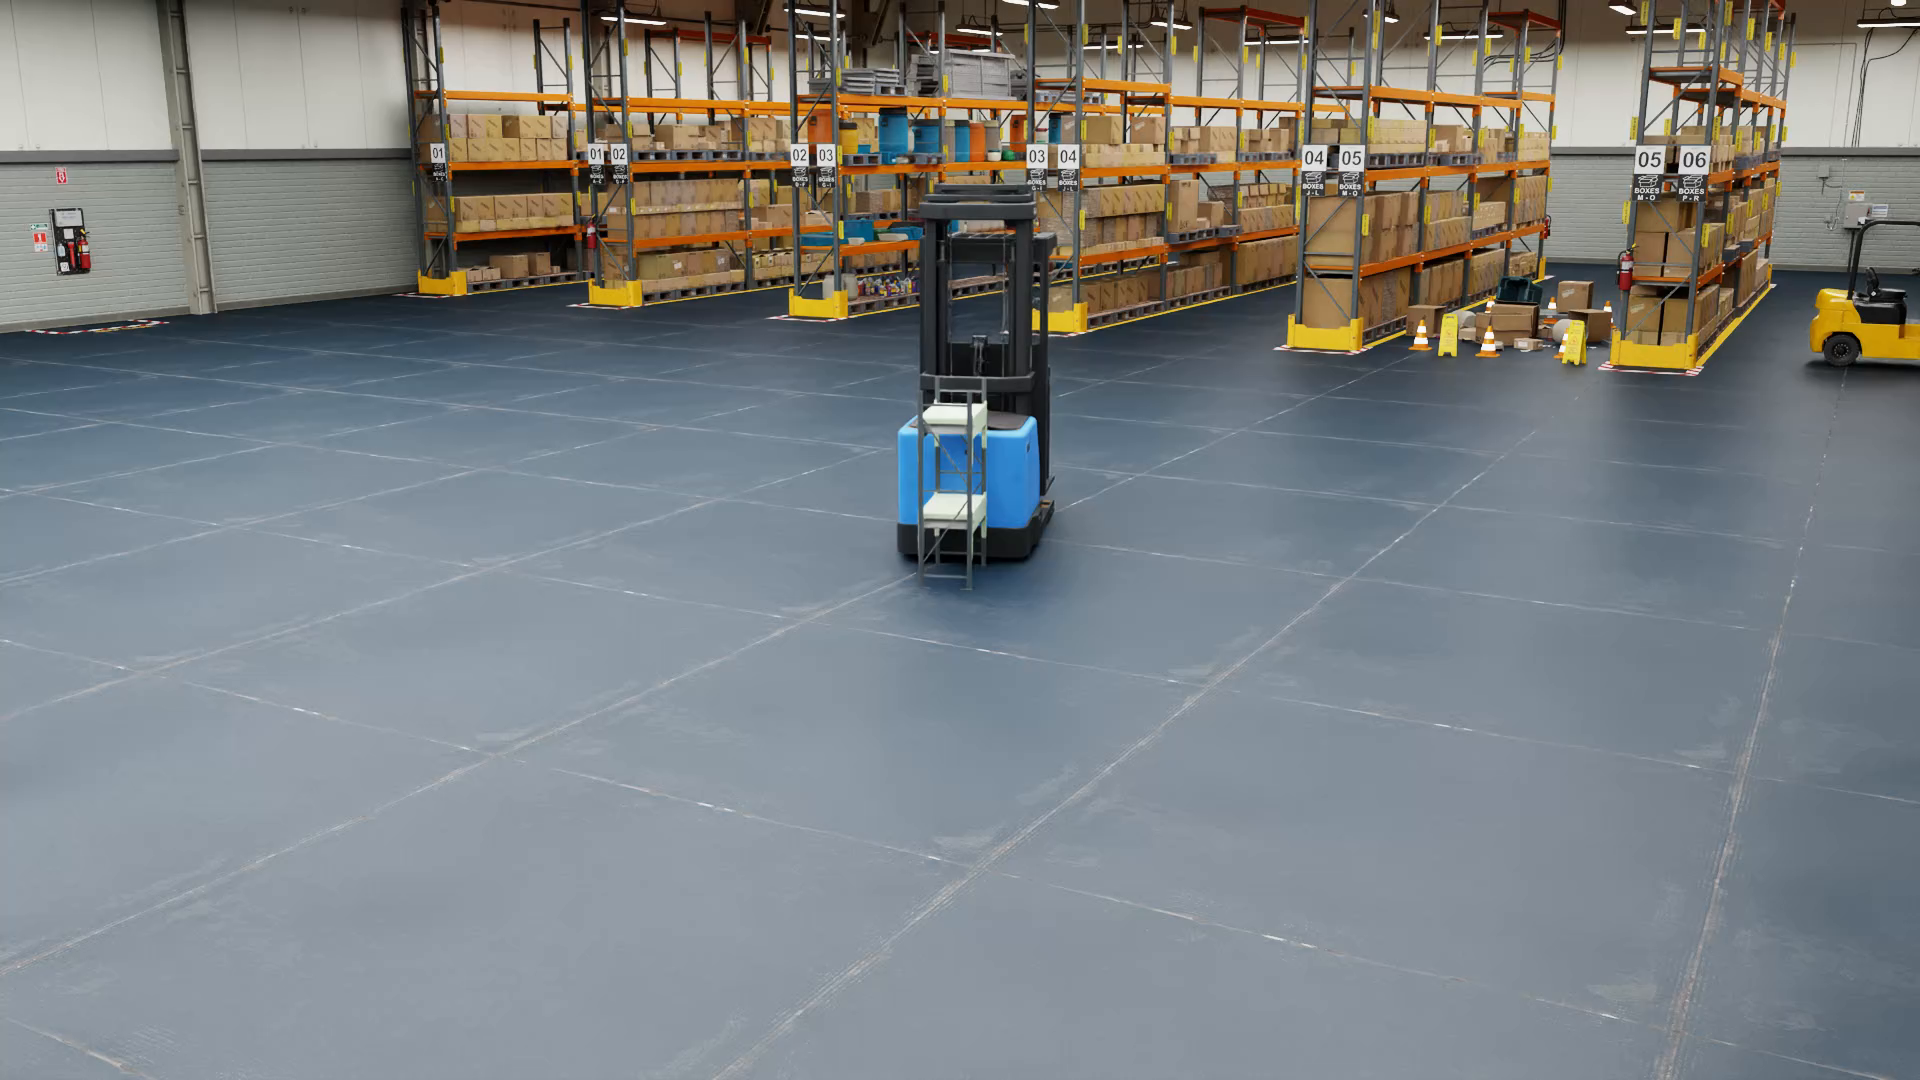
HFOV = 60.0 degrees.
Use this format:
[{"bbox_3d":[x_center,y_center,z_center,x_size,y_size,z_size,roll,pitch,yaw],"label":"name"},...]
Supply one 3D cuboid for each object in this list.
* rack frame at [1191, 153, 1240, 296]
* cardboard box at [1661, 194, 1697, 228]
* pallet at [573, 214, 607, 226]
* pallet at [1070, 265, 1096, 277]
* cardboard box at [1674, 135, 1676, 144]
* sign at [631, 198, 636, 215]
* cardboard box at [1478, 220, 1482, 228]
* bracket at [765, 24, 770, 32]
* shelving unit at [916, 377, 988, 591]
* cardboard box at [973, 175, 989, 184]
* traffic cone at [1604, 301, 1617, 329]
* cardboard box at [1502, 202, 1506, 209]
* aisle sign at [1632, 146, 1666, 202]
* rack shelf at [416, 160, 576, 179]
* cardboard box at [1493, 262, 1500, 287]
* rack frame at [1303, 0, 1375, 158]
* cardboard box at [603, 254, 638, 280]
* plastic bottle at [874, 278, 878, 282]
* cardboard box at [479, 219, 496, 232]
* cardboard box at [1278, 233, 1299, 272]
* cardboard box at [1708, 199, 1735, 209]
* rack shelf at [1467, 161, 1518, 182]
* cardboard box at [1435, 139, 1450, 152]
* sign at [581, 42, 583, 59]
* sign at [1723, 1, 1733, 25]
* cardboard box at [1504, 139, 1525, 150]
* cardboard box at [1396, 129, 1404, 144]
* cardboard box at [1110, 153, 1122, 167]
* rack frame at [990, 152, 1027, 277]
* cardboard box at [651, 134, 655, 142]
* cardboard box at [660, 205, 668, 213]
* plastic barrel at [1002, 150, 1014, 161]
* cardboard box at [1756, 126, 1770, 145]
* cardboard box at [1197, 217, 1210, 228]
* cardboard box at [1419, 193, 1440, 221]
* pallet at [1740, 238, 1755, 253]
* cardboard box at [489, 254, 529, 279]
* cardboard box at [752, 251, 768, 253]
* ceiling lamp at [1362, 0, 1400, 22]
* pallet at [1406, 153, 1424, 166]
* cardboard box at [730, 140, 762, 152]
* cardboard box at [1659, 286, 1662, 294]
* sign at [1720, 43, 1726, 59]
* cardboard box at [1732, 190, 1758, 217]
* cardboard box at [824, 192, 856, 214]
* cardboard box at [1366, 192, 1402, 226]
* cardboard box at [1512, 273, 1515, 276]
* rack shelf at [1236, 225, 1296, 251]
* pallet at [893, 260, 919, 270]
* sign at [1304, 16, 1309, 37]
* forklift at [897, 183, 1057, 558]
[{"bbox_3d":[5.497,-6.811,35.886,1.000,3.000,0.127,7,15,28],"label":"rack frame"},{"bbox_3d":[11.131,-5.162,26.063,0.700,0.500,0.500,7,15,28],"label":"cardboard box"},{"bbox_3d":[-8.948,-7.721,40.070,1.003,0.211,1.213,7,15,28],"label":"pallet"},{"bbox_3d":[2.686,-6.684,41.307,1.003,0.211,1.213,7,15,28],"label":"pallet"},{"bbox_3d":[10.475,-5.977,24.859,0.380,0.149,0.250,7,15,27],"label":"cardboard box"},{"bbox_3d":[-6.557,-6.688,33.360,0.100,0.325,0.005,7,15,28],"label":"sign"},{"bbox_3d":[10.572,-6.545,34.423,0.380,0.149,0.250,8,16,31],"label":"cardboard box"},{"bbox_3d":[-5.485,-14.268,46.337,0.235,0.232,0.430,7,15,28],"label":"bracket"},{"bbox_3d":[-0.053,-0.440,12.659,0.431,1.500,0.755,2,14,9],"label":"shelving unit"},{"bbox_3d":[0.477,-9.884,46.285,0.500,0.500,0.500,8,16,30],"label":"cardboard box"},{"bbox_3d":[11.612,-4.047,29.835,0.336,0.463,0.334,7,15,28],"label":"traffic cone"},{"bbox_3d":[11.701,-7.316,36.350,0.380,0.149,0.250,8,16,31],"label":"cardboard box"},{"bbox_3d":[10.021,-5.331,24.199,0.394,0.787,0.004,7,15,28],"label":"aisle sign"},{"bbox_3d":[-10.412,-8.372,37.496,1.077,0.370,4.000,7,15,28],"label":"rack shelf"},{"bbox_3d":[11.338,-5.752,35.932,0.500,0.500,0.500,7,15,27],"label":"cardboard box"},{"bbox_3d":[5.923,-7.504,25.957,1.000,3.000,0.127,7,15,28],"label":"rack frame"},{"bbox_3d":[-7.042,-5.669,34.518,0.500,0.500,0.500,7,15,28],"label":"cardboard box"},{"bbox_3d":[-1.733,-5.259,34.303,0.061,0.283,0.133,8,16,31],"label":"plastic bottle"},{"bbox_3d":[-10.626,-6.963,36.791,0.500,0.250,0.500,7,15,26],"label":"cardboard box"},{"bbox_3d":[7.820,-6.929,40.014,0.875,0.875,0.875,7,15,28],"label":"cardboard box"},{"bbox_3d":[12.776,-5.637,27.887,0.380,0.149,0.250,7,15,28],"label":"cardboard box"},{"bbox_3d":[10.757,-7.747,34.903,1.077,0.370,4.000,7,15,28],"label":"rack shelf"},{"bbox_3d":[8.947,-7.413,31.161,0.396,0.266,0.258,7,15,28],"label":"cardboard box"},{"bbox_3d":[-7.508,-9.766,33.182,0.100,0.325,0.005,7,15,28],"label":"sign"},{"bbox_3d":[10.780,-7.395,23.343,0.100,0.325,0.005,7,15,28],"label":"sign"},{"bbox_3d":[12.167,-8.749,36.777,0.500,0.250,0.500,8,16,30],"label":"cardboard box"},{"bbox_3d":[7.112,-6.750,27.810,0.500,0.250,0.500,7,15,28],"label":"cardboard box"},{"bbox_3d":[2.576,-6.832,29.894,0.500,0.250,0.500,7,15,28],"label":"cardboard box"},{"bbox_3d":[1.161,-7.372,38.213,1.000,3.000,0.127,7,15,28],"label":"rack frame"},{"bbox_3d":[-6.446,-8.360,34.907,0.500,0.311,0.500,10,17,35],"label":"cardboard box"},{"bbox_3d":[-6.291,-6.870,34.533,0.380,0.149,0.250,7,15,27],"label":"cardboard box"},{"bbox_3d":[1.087,-8.699,37.646,0.294,0.245,0.294,0,14,0],"label":"plastic barrel"},{"bbox_3d":[16.574,-8.365,34.610,0.500,0.500,0.500,8,16,29],"label":"cardboard box"},{"bbox_3d":[4.927,-6.577,34.306,0.396,0.266,0.258,7,15,26],"label":"cardboard box"},{"bbox_3d":[8.583,-6.254,31.230,0.700,0.500,0.500,8,15,28],"label":"cardboard box"},{"bbox_3d":[13.921,-5.437,30.594,1.213,0.211,1.003,7,15,28],"label":"pallet"},{"bbox_3d":[-10.291,-6.246,37.935,0.700,0.500,0.500,6,15,25],"label":"cardboard box"},{"bbox_3d":[-4.672,-6.579,38.696,0.500,0.311,0.500,7,15,28],"label":"cardboard box"},{"bbox_3d":[9.440,-12.902,35.897,0.800,3.185,2.000,7,15,28],"label":"ceiling lamp"},{"bbox_3d":[7.452,-6.656,29.032,1.003,0.211,1.213,7,15,28],"label":"pallet"},{"bbox_3d":[-4.800,-8.828,37.277,0.500,0.250,0.500,9,16,34],"label":"cardboard box"},{"bbox_3d":[10.707,-3.922,25.890,0.380,0.149,0.250,8,16,29],"label":"cardboard box"},{"bbox_3d":[15.632,-10.024,34.083,0.100,0.325,0.005,7,15,28],"label":"sign"},{"bbox_3d":[15.367,-6.607,32.692,0.500,0.500,0.500,8,16,29],"label":"cardboard box"},{"bbox_3d":[-2.967,-8.329,41.072,0.700,0.500,0.500,2,14,9],"label":"cardboard box"},{"bbox_3d":[7.103,-5.713,28.705,0.875,0.550,0.550,7,15,28],"label":"cardboard box"},{"bbox_3d":[12.310,-5.960,37.543,0.380,0.149,0.250,8,16,30],"label":"cardboard box"},{"bbox_3d":[6.464,-6.872,37.672,1.077,0.370,4.000,7,15,28],"label":"rack shelf"},{"bbox_3d":[-1.599,-7.228,43.565,1.003,0.211,1.213,7,15,28],"label":"pallet"},{"bbox_3d":[5.455,-8.061,26.106,0.100,0.325,0.005,7,15,28],"label":"sign"},{"bbox_3d":[0.240,-1.579,14.328,1.130,2.935,3.031,2,14,9],"label":"forklift"}]
